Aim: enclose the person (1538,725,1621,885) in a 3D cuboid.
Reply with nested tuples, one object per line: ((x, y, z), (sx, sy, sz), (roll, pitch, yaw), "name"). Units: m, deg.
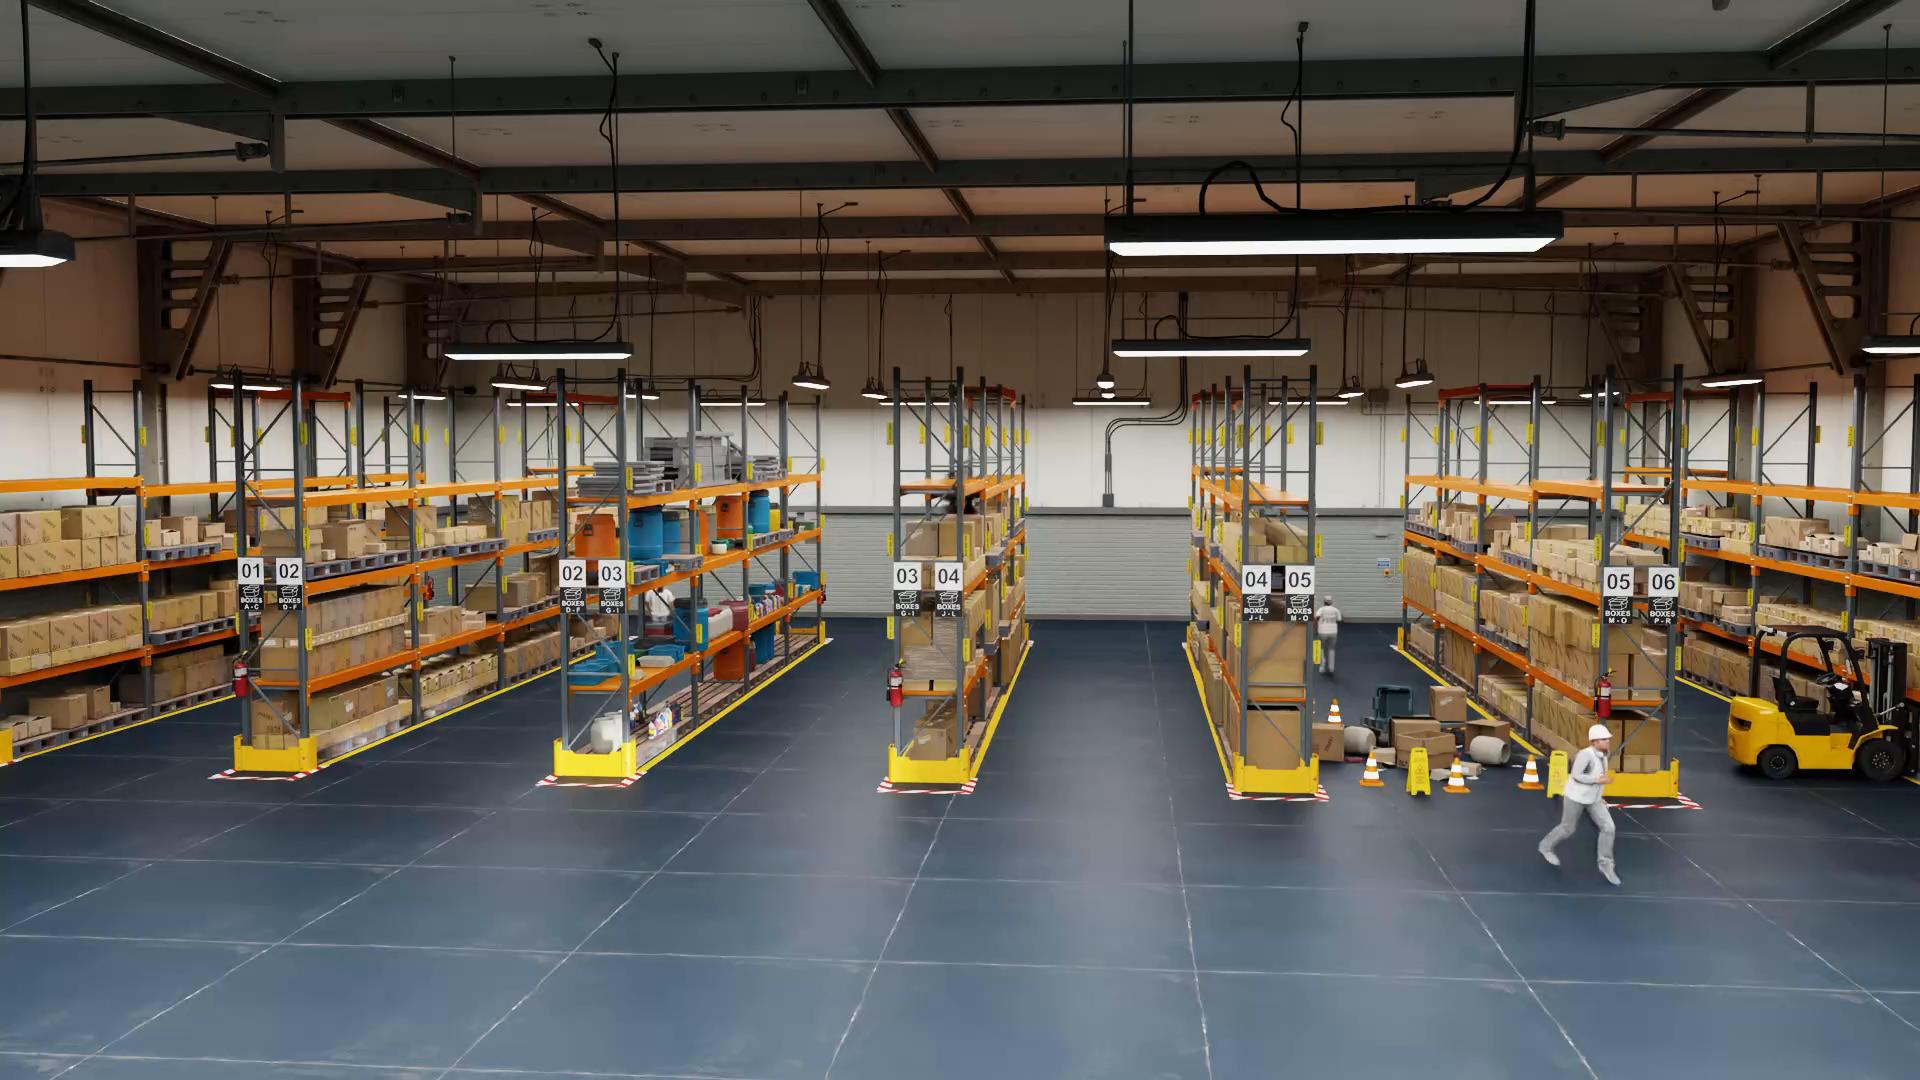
((7.052, 2.960, 18.926), (0.657, 1.787, 1.013), (-2, 4, -32), "person")

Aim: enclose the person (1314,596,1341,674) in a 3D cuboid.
((7.743, 2.003, 35.165), (0.626, 1.662, 0.637), (0, 4, 2), "person")

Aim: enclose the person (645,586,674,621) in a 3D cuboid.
((-6.991, 1.745, 38.698), (0.701, 1.734, 0.692), (0, 4, -7), "person")
